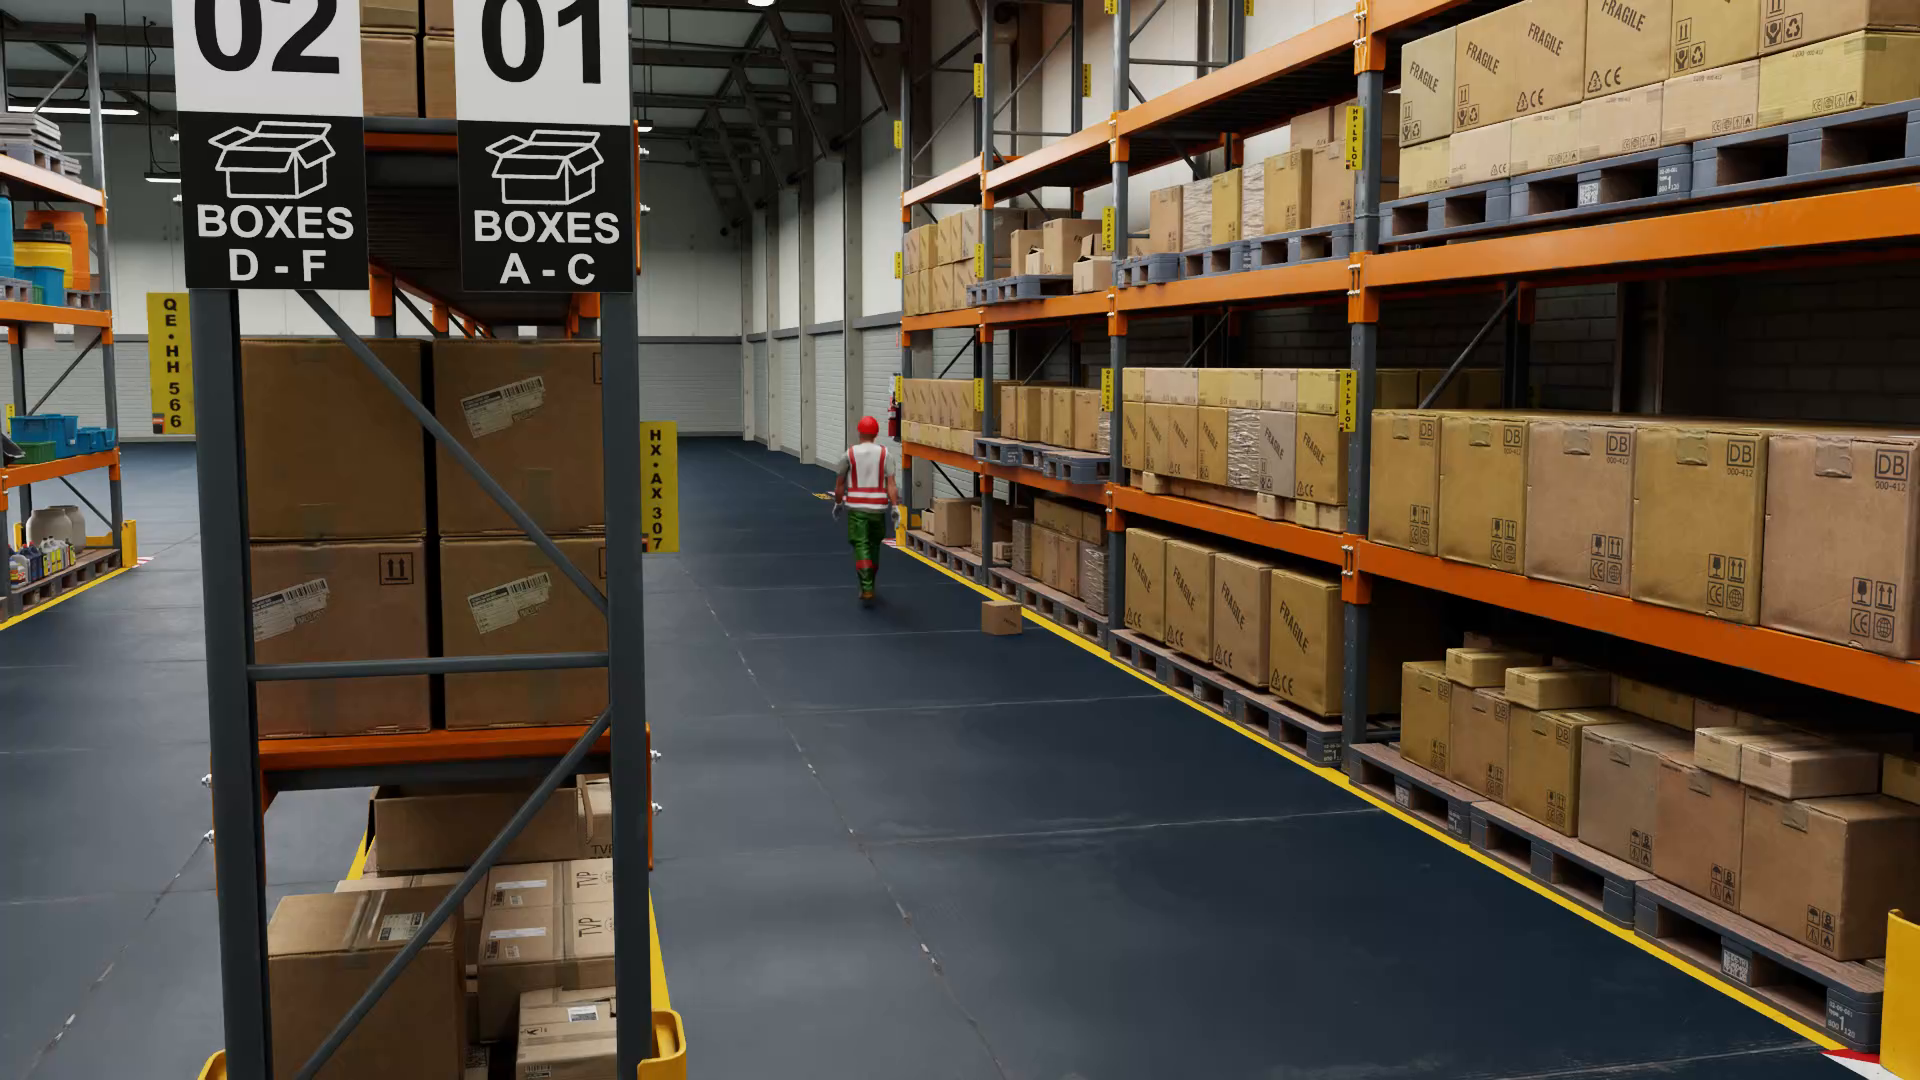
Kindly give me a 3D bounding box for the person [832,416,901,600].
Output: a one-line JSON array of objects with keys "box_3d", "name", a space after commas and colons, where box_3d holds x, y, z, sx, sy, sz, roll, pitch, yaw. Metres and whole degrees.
[{"box_3d": [-0.887, -0.305, 15.726, 0.603, 1.742, 1.068, -1, 6, -12], "name": "person"}]
